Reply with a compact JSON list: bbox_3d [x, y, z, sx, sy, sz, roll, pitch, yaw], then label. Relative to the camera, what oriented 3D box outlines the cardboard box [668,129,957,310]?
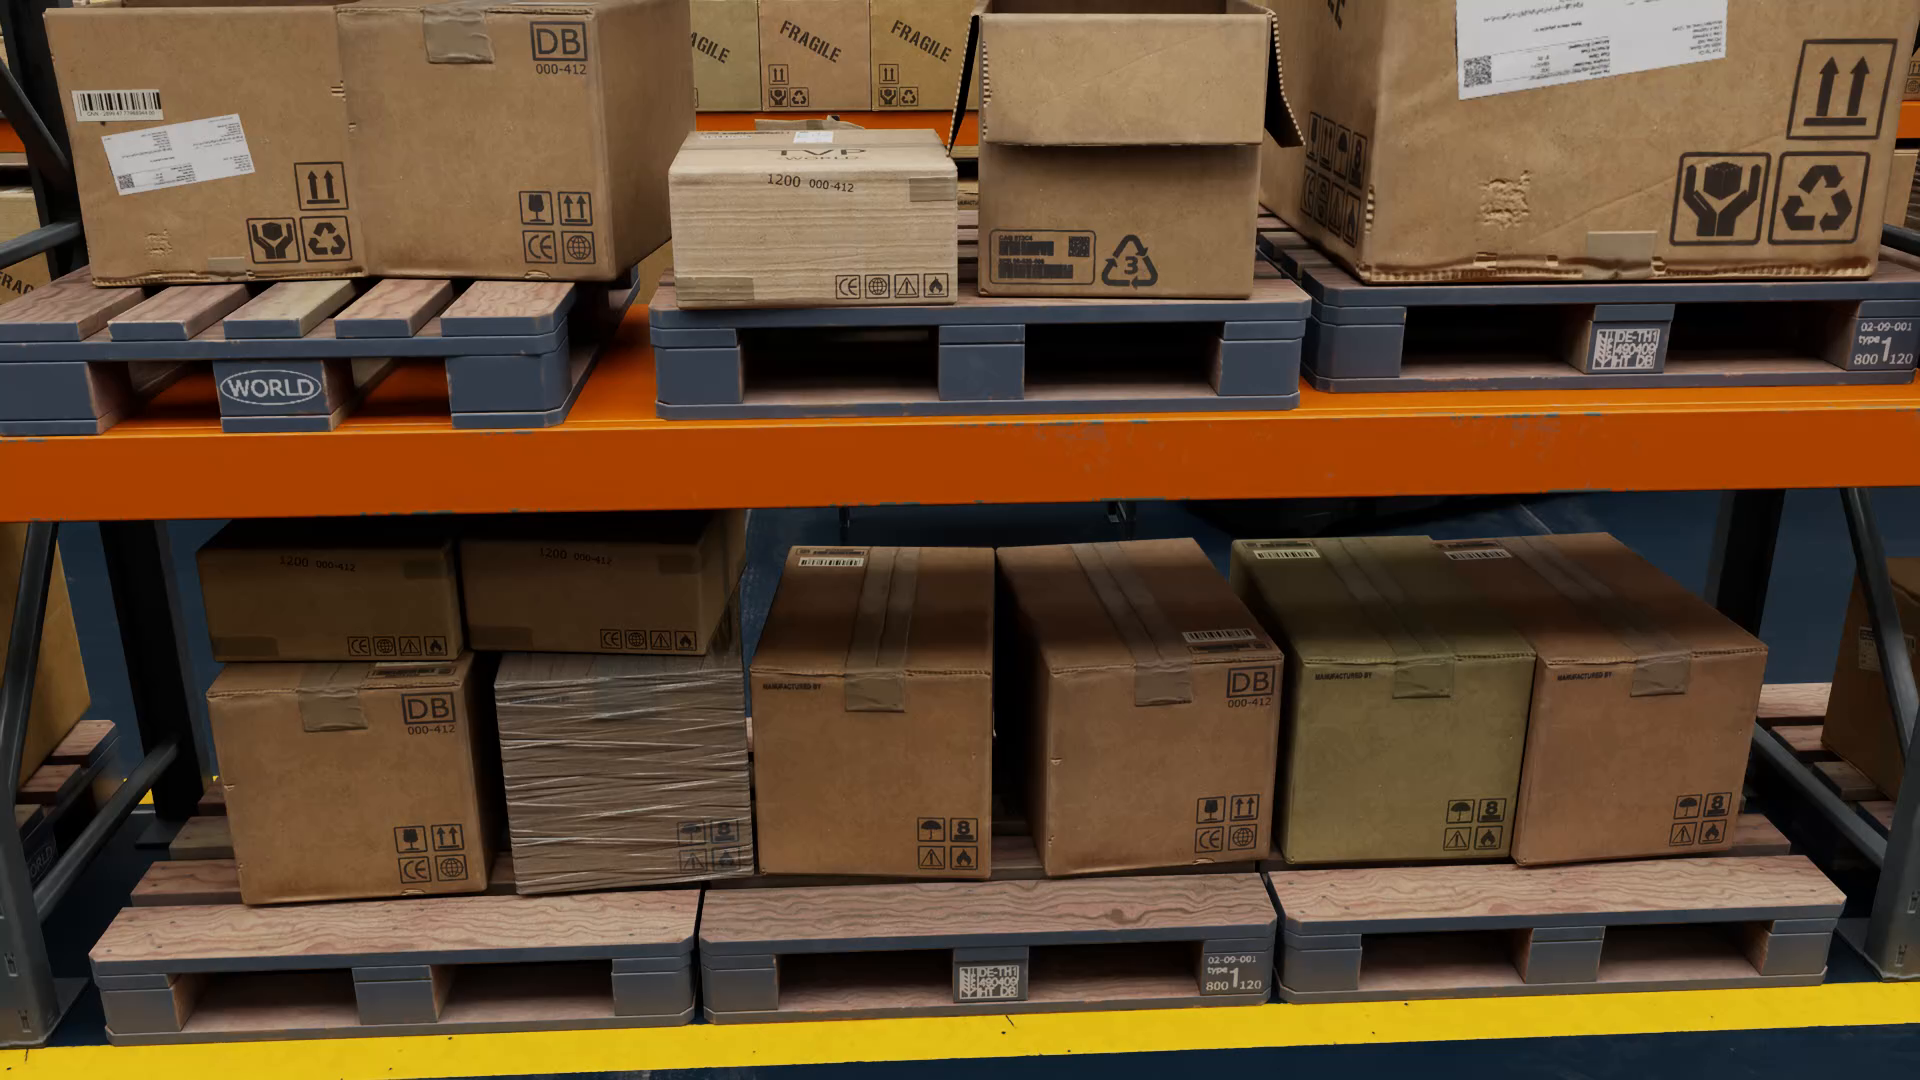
[{"bbox_3d":[-0.274,-0.618,3.150,0.500,0.250,0.500,-2,21,-5],"label":"cardboard box"}]

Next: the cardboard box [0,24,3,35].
[{"bbox_3d":[-4.156,-2.318,7.337,0.250,0.149,0.380,-2,21,-4],"label":"cardboard box"}]

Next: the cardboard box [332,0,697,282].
[{"bbox_3d":[-0.872,-0.855,3.420,0.500,0.500,0.700,2,21,5],"label":"cardboard box"}]

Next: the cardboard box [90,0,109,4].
[{"bbox_3d":[-3.638,-2.329,7.366,0.250,0.149,0.380,-1,21,-3],"label":"cardboard box"}]

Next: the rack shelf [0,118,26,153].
[{"bbox_3d":[-4.140,-1.927,7.978,4.000,0.370,1.077,-1,21,-3],"label":"rack shelf"}]

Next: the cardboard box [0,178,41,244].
[{"bbox_3d":[-4.343,-1.543,7.826,0.500,0.250,0.500,0,21,-1],"label":"cardboard box"}]

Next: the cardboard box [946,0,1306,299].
[{"bbox_3d":[0.307,-0.798,3.265,0.637,0.503,0.797,1,21,2],"label":"cardboard box"}]

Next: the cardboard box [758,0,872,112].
[{"bbox_3d":[-0.668,-2.285,7.767,0.500,0.500,0.500,-1,21,-3],"label":"cardboard box"}]

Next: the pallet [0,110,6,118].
[{"bbox_3d":[-4.117,-2.159,7.847,1.213,0.211,1.003,-1,21,-3],"label":"pallet"}]

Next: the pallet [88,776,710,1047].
[{"bbox_3d":[-1.181,0.748,3.860,1.213,0.211,1.003,-1,21,-3],"label":"pallet"}]

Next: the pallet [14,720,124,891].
[{"bbox_3d":[-2.752,0.753,3.848,1.213,0.211,1.003,-1,21,-3],"label":"pallet"}]

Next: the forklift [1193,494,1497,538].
[{"bbox_3d":[2.205,-1.719,6.517,3.031,2.935,1.130,-10,23,-24],"label":"forklift"}]

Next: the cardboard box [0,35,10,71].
[{"bbox_3d":[-4.162,-2.179,7.390,0.250,0.149,0.380,-2,21,-6],"label":"cardboard box"}]

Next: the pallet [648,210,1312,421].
[{"bbox_3d":[0.013,-0.505,3.501,1.213,0.211,1.003,-1,21,-3],"label":"pallet"}]

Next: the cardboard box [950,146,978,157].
[{"bbox_3d":[0.226,-3.082,13.104,0.625,0.372,0.950,0,21,0],"label":"cardboard box"}]

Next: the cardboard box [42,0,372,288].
[{"bbox_3d":[-1.424,-0.808,3.297,0.500,0.500,0.500,-4,21,-10],"label":"cardboard box"}]

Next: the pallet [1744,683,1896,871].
[{"bbox_3d":[2.701,0.656,4.102,1.213,0.211,1.003,-1,21,-3],"label":"pallet"}]

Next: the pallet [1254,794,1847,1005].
[{"bbox_3d":[1.255,0.698,3.990,1.213,0.211,1.003,-1,21,-3],"label":"pallet"}]

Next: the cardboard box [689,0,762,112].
[{"bbox_3d":[-1.172,-2.275,7.741,0.500,0.500,0.500,-1,21,-4],"label":"cardboard box"}]

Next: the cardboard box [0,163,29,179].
[{"bbox_3d":[-4.893,-1.712,8.270,0.500,0.250,0.500,0,21,0],"label":"cardboard box"}]

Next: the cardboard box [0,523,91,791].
[{"bbox_3d":[-2.651,0.263,3.609,0.875,0.875,1.225,-2,21,-6],"label":"cardboard box"}]

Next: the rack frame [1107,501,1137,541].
[{"bbox_3d":[0.593,-0.713,5.886,0.032,1.500,0.500,-1,21,-3],"label":"rack frame"}]

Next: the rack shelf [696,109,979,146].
[{"bbox_3d":[-0.146,-2.008,8.191,4.000,0.370,1.077,-1,21,-3],"label":"rack shelf"}]

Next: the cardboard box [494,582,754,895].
[{"bbox_3d":[-0.740,0.386,3.786,0.500,0.500,0.700,-3,21,-8],"label":"cardboard box"}]

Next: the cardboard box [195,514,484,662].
[{"bbox_3d":[-1.294,0.048,3.620,0.500,0.250,0.500,0,21,-1],"label":"cardboard box"}]

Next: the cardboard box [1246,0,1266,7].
[{"bbox_3d":[1.345,-2.326,7.875,0.500,0.500,0.500,-1,21,-3],"label":"cardboard box"}]

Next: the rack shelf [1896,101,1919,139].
[{"bbox_3d":[3.847,-2.090,8.405,4.000,0.370,1.077,-1,21,-3],"label":"rack shelf"}]

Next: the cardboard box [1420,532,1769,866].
[{"bbox_3d":[1.418,0.346,3.891,0.500,0.500,0.700,-3,21,-7],"label":"cardboard box"}]

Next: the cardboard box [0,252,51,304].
[{"bbox_3d":[-4.333,-1.198,7.975,0.500,0.500,0.500,-1,21,-2],"label":"cardboard box"}]

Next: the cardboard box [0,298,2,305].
[{"bbox_3d":[-2.462,-0.673,3.533,0.500,0.500,0.500,-1,21,-1],"label":"cardboard box"}]

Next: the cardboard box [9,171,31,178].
[{"bbox_3d":[-4.367,-1.728,8.312,0.500,0.250,0.500,-2,21,-5],"label":"cardboard box"}]

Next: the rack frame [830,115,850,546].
[{"bbox_3d":[-0.422,-0.692,5.832,0.032,1.500,0.500,-1,21,-3],"label":"rack frame"}]

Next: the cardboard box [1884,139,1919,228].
[{"bbox_3d":[4.292,-1.614,8.540,0.875,0.875,0.875,-1,21,-4],"label":"cardboard box"}]

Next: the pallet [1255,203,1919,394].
[{"bbox_3d":[1.261,-0.568,3.666,1.213,0.211,1.003,-1,21,-3],"label":"pallet"}]

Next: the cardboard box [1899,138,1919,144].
[{"bbox_3d":[5.171,-1.632,8.589,0.875,0.875,0.875,-1,21,-3],"label":"cardboard box"}]

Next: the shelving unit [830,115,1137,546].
[{"bbox_3d":[0.085,-0.703,5.859,1.048,1.500,0.538,-1,21,-3],"label":"shelving unit"}]

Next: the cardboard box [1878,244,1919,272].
[{"bbox_3d":[2.231,-0.613,3.867,0.250,0.149,0.380,-1,21,-3],"label":"cardboard box"}]

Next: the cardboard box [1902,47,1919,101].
[{"bbox_3d":[4.362,-2.527,8.332,0.550,0.550,0.875,-1,21,-3],"label":"cardboard box"}]

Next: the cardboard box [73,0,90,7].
[{"bbox_3d":[-3.898,-2.323,7.352,0.250,0.149,0.380,-1,21,-2],"label":"cardboard box"}]

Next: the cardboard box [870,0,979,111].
[{"bbox_3d":[-0.171,-2.295,7.792,0.500,0.500,0.500,-1,21,-4],"label":"cardboard box"}]

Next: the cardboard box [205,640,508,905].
[{"bbox_3d":[-1.293,0.402,3.744,0.500,0.500,0.700,-2,21,-6],"label":"cardboard box"}]

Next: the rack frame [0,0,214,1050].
[{"bbox_3d":[-1.961,-0.540,3.323,0.127,3.000,1.000,-1,21,-3],"label":"rack frame"}]

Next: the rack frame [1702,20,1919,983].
[{"bbox_3d":[2.033,-0.621,3.537,0.127,3.000,1.000,-1,21,-3],"label":"rack frame"}]

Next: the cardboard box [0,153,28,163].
[{"bbox_3d":[-7.153,-3.003,12.804,0.875,0.438,0.875,-1,21,-4],"label":"cardboard box"}]

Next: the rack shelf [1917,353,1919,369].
[{"bbox_3d":[4.029,-0.326,3.771,4.000,0.370,1.077,-1,21,-3],"label":"rack shelf"}]

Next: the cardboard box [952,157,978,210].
[{"bbox_3d":[0.273,-1.467,8.331,0.750,0.750,1.050,-1,21,-3],"label":"cardboard box"}]

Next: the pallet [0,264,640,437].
[{"bbox_3d":[-1.255,-0.503,3.495,1.003,0.211,1.213,-1,21,-3],"label":"pallet"}]

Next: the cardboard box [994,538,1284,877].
[{"bbox_3d":[0.383,0.361,3.852,0.500,0.500,0.700,-3,21,-8],"label":"cardboard box"}]

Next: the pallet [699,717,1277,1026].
[{"bbox_3d":[0.035,0.724,3.922,1.213,0.211,1.003,-1,21,-3],"label":"pallet"}]

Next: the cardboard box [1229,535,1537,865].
[{"bbox_3d":[0.941,0.349,3.883,0.500,0.500,0.700,-1,21,-3],"label":"cardboard box"}]

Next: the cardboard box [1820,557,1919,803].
[{"bbox_3d":[2.434,0.357,3.891,0.500,0.500,0.500,-2,21,-5],"label":"cardboard box"}]

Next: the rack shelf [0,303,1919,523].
[{"bbox_3d":[0.036,-0.244,3.558,4.000,0.370,1.077,-1,21,-3],"label":"rack shelf"}]

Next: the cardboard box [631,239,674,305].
[{"bbox_3d":[-1.530,-1.429,8.231,0.750,0.750,1.050,-1,21,-4],"label":"cardboard box"}]

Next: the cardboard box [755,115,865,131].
[{"bbox_3d":[-0.311,-0.803,3.613,0.258,0.266,0.396,-2,21,-5],"label":"cardboard box"}]

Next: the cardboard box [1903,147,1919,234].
[{"bbox_3d":[2.485,-0.794,3.432,0.500,0.500,0.875,-1,21,-3],"label":"cardboard box"}]

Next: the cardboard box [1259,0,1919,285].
[{"bbox_3d":[1.231,-1.131,3.444,1.000,1.000,1.000,-1,21,-3],"label":"cardboard box"}]

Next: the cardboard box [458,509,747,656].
[{"bbox_3d":[-0.765,0.034,3.658,0.500,0.250,0.500,1,21,3],"label":"cardboard box"}]

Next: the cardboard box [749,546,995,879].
[{"bbox_3d":[-0.174,0.372,3.822,0.500,0.500,0.700,1,21,1],"label":"cardboard box"}]
